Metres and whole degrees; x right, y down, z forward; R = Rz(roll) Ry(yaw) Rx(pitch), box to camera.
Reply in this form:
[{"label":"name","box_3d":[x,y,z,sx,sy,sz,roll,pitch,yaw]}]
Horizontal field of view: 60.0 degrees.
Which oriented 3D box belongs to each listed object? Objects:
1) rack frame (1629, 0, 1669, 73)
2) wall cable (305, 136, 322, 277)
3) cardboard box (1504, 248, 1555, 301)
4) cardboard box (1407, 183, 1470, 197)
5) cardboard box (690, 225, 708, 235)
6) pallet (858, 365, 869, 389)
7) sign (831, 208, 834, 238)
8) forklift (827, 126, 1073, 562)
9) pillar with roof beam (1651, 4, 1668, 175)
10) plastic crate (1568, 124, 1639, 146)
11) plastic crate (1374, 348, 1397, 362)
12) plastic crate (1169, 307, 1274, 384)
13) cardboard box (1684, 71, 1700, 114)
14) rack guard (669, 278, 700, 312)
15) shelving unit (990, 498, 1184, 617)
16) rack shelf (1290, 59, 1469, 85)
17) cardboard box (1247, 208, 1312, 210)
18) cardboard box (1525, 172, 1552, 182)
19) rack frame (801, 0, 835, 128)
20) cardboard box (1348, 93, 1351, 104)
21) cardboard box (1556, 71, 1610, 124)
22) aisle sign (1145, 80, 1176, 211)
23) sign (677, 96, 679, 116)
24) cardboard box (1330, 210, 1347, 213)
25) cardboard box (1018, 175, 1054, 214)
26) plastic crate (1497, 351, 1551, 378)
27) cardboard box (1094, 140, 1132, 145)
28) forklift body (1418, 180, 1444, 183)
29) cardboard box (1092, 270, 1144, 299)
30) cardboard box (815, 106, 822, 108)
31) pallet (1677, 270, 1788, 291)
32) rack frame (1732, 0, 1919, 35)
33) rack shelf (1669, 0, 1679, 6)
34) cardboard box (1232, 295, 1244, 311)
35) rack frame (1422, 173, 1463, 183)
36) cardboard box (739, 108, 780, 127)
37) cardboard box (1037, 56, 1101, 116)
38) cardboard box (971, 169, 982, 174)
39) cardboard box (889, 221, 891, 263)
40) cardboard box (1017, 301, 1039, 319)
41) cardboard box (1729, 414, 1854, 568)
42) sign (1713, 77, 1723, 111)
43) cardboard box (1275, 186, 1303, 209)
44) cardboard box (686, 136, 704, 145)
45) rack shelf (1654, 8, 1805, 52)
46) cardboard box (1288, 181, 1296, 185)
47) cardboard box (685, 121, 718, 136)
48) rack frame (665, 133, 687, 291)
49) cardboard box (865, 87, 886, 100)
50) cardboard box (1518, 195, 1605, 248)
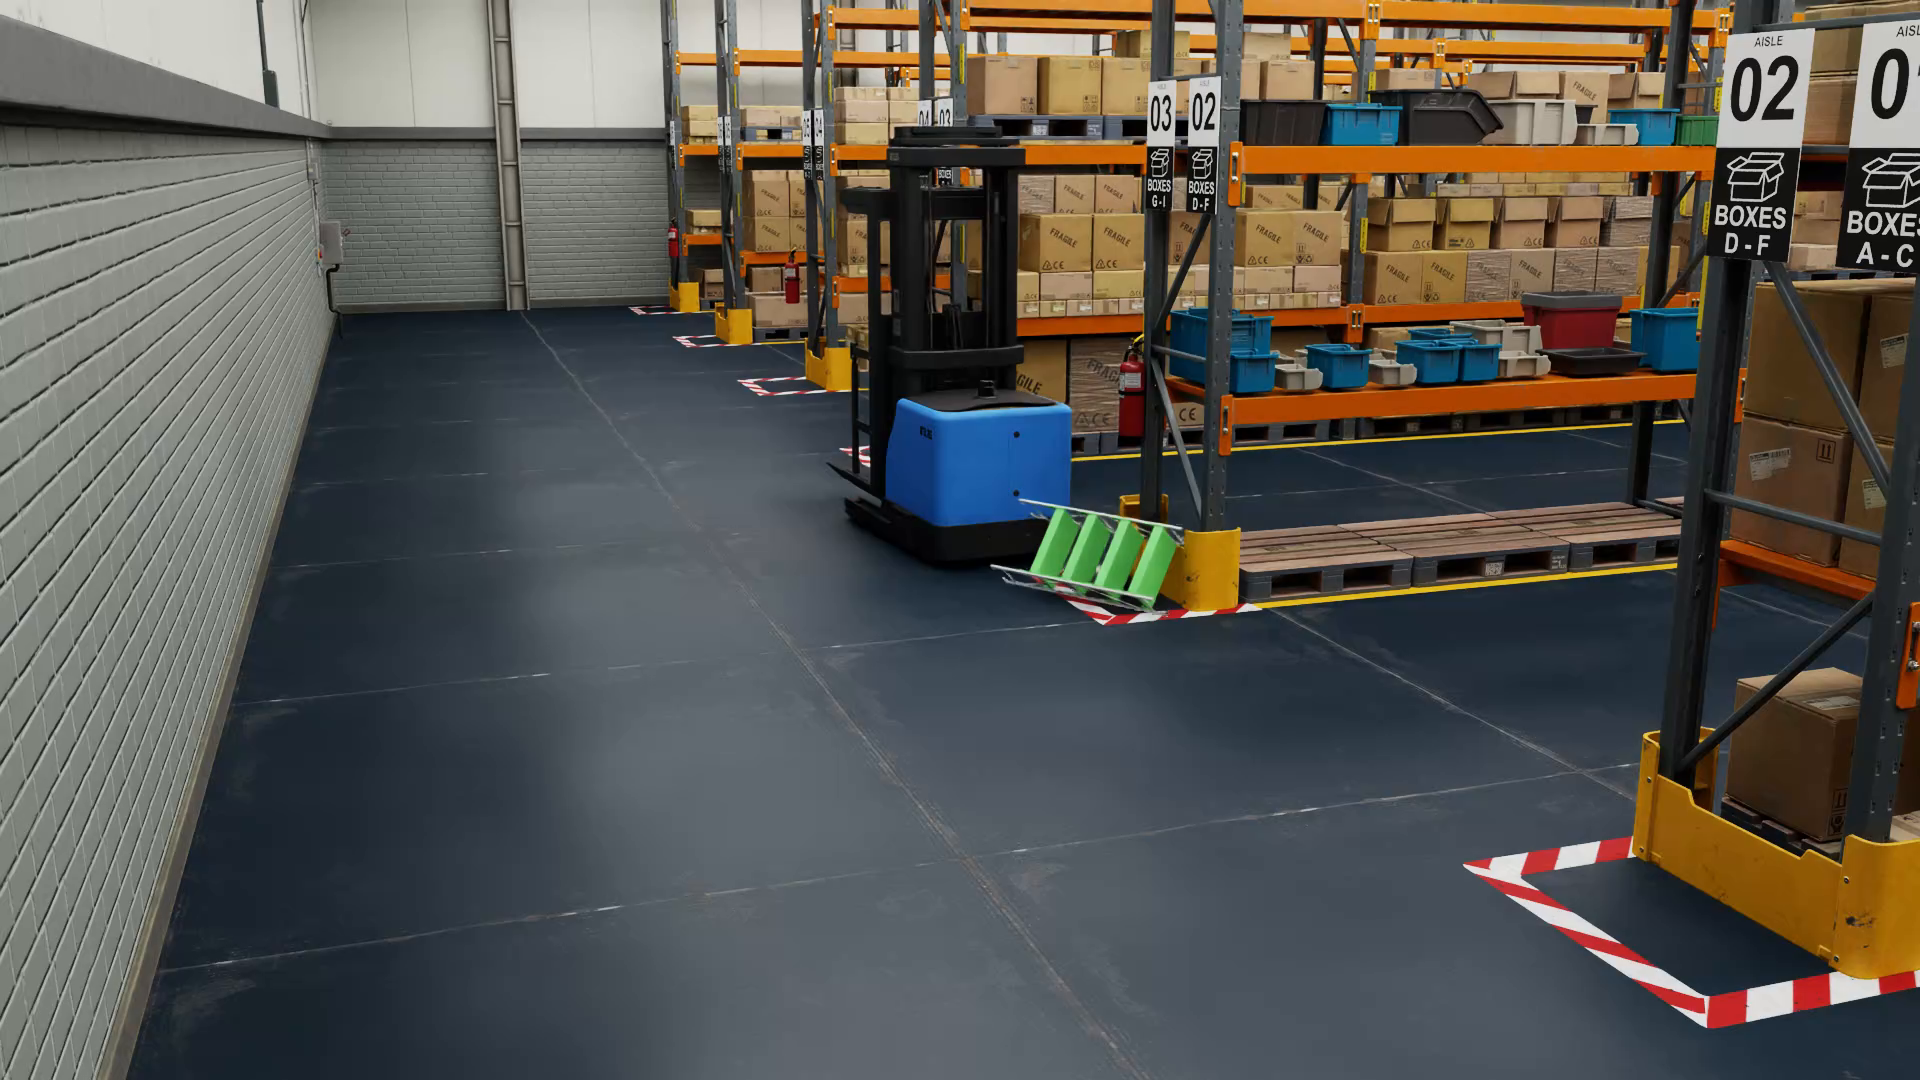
[{"label":"rack frame","box_3d":[11.848,-8.516,28.497,0.127,3.000,1.000,-4,14,-18]},{"label":"wall cable","box_3d":[-8.654,-4.505,22.335,0.123,1.953,0.585,-4,14,-18]},{"label":"cardboard box","box_3d":[5.589,-2.679,16.708,0.500,0.500,0.500,-4,14,-17]},{"label":"cardboard box","box_3d":[6.369,-4.495,22.179,0.500,0.500,0.700,-5,14,-18]},{"label":"cardboard box","box_3d":[-4.504,-5.347,28.681,0.250,0.149,0.380,-5,14,-18]},{"label":"pallet","box_3d":[-0.789,-2.039,20.260,1.213,0.211,1.003,-4,14,-18]},{"label":"sign","box_3d":[-1.469,-3.640,19.094,0.005,0.325,0.100,-4,14,-18]},{"label":"forklift","box_3d":[-0.238,-1.575,12.430,1.130,2.935,3.031,-5,14,-22]},{"label":"pillar with roof beam","box_3d":[16.373,-9.249,31.580,0.400,9.000,9.100,-4,14,-18]},{"label":"plastic crate","box_3d":[4.131,-2.605,10.702,0.466,0.136,0.293,-4,14,-18]},{"label":"plastic crate","box_3d":[2.949,-1.227,11.261,0.250,0.136,0.298,-4,14,-18]},{"label":"plastic crate","box_3d":[1.681,-1.269,10.788,0.499,0.435,0.616,-4,14,-18]},{"label":"cardboard box","box_3d":[7.799,-4.674,17.534,0.500,0.500,0.500,-4,14,-17]},{"label":"rack guard","box_3d":[-4.831,-4.294,29.116,0.348,0.500,1.175,-4,14,-18]},{"label":"shelving unit","box_3d":[0.825,0.099,10.485,1.200,0.503,0.258,11,-21,35]},{"label":"rack shelf","box_3d":[6.161,-7.528,26.765,4.000,0.370,1.077,-4,14,-18]},{"label":"cardboard box","box_3d":[3.099,-2.995,16.314,0.500,0.500,0.500,-4,14,-18]},{"label":"cardboard box","box_3d":[9.518,-6.031,27.995,0.500,0.500,0.700,-5,14,-19]},{"label":"rack frame","box_3d":[-1.642,-6.257,19.000,0.127,3.000,1.000,-4,14,-18]},{"label":"cardboard box","box_3d":[5.158,-5.681,21.191,0.258,0.266,0.396,-4,14,-18]},{"label":"cardboard box","box_3d":[6.081,-4.402,16.560,0.500,0.500,0.500,-4,14,-15]},{"label":"aisle sign","box_3d":[1.262,-2.480,10.470,0.004,0.787,0.394,-4,14,-18]},{"label":"sign","box_3d":[-4.730,-7.270,27.854,0.005,0.325,0.100,-4,14,-18]},{"label":"cardboard box","box_3d":[4.952,-4.271,21.966,0.250,0.149,0.380,-5,14,-18]},{"label":"cardboard box","box_3d":[0.812,-4.145,20.068,0.500,0.500,0.500,-4,14,-17]},{"label":"plastic crate","box_3d":[3.660,-1.158,10.970,0.466,0.136,0.293,-4,14,-18]},{"label":"cardboard box","box_3d":[1.770,-4.924,20.204,0.500,0.250,0.500,-4,14,-17]},{"label":"forklift body","box_3d":[9.046,-5.733,31.595,1.214,2.155,2.313,-4,14,-18]},{"label":"cardboard box","box_3d":[1.353,-2.367,15.293,0.500,0.250,0.500,-5,14,-20]},{"label":"cardboard box","box_3d":[-2.475,-7.409,28.928,0.500,0.250,0.500,-4,14,-17]},{"label":"pallet","box_3d":[8.068,-2.816,17.913,1.003,0.211,1.213,-4,14,-18]},{"label":"rack frame","box_3d":[3.000,-2.988,5.260,0.127,3.000,1.000,-4,14,-18]},{"label":"rack shelf","box_3d":[3.319,-3.678,10.579,4.000,0.370,1.077,-4,14,-18]},{"label":"cardboard box","box_3d":[2.475,-2.245,15.643,0.250,0.149,0.380,-4,14,-17]},{"label":"rack frame","box_3d":[8.057,-5.302,27.951,0.127,3.000,1.000,-4,14,-18]},{"label":"cardboard box","box_3d":[-2.919,-6.108,24.060,0.500,0.250,0.500,-6,15,-23]},{"label":"cardboard box","box_3d":[0.891,-4.069,14.945,0.500,0.500,0.700,-5,14,-20]},{"label":"cardboard box","box_3d":[0.284,-5.470,24.877,0.250,0.149,0.380,-5,14,-19]},{"label":"cardboard box","box_3d":[-0.630,-3.549,19.722,0.500,0.500,0.500,-4,14,-18]},{"label":"cardboard box","box_3d":[0.528,-2.094,15.006,0.250,0.149,0.380,-5,14,-19]},{"label":"cardboard box","box_3d":[3.337,-0.211,6.333,0.500,0.500,0.500,-4,14,-16]},{"label":"sign","box_3d":[7.595,-4.460,16.642,0.005,0.325,0.100,-4,14,-18]},{"label":"cardboard box","box_3d":[5.257,-5.427,26.709,0.500,0.500,0.500,-4,14,-15]},{"label":"cardboard box","box_3d":[-4.527,-6.814,28.369,0.250,0.149,0.380,-4,14,-17]},{"label":"rack shelf","box_3d":[9.322,-5.355,17.628,4.000,0.370,1.077,-4,14,-18]},{"label":"cardboard box","box_3d":[6.676,-6.989,32.783,0.250,0.149,0.380,-4,14,-18]},{"label":"cardboard box","box_3d":[-4.396,-7.008,28.324,0.500,0.250,0.500,-5,14,-19]},{"label":"rack frame","box_3d":[-4.903,-5.505,28.803,0.127,3.000,1.000,-4,14,-18]},{"label":"cardboard box","box_3d":[-1.015,-5.150,19.214,0.250,0.149,0.380,-4,14,-16]},{"label":"cardboard box","box_3d":[6.109,-3.272,17.033,0.637,0.503,0.797,-4,14,-17]}]
